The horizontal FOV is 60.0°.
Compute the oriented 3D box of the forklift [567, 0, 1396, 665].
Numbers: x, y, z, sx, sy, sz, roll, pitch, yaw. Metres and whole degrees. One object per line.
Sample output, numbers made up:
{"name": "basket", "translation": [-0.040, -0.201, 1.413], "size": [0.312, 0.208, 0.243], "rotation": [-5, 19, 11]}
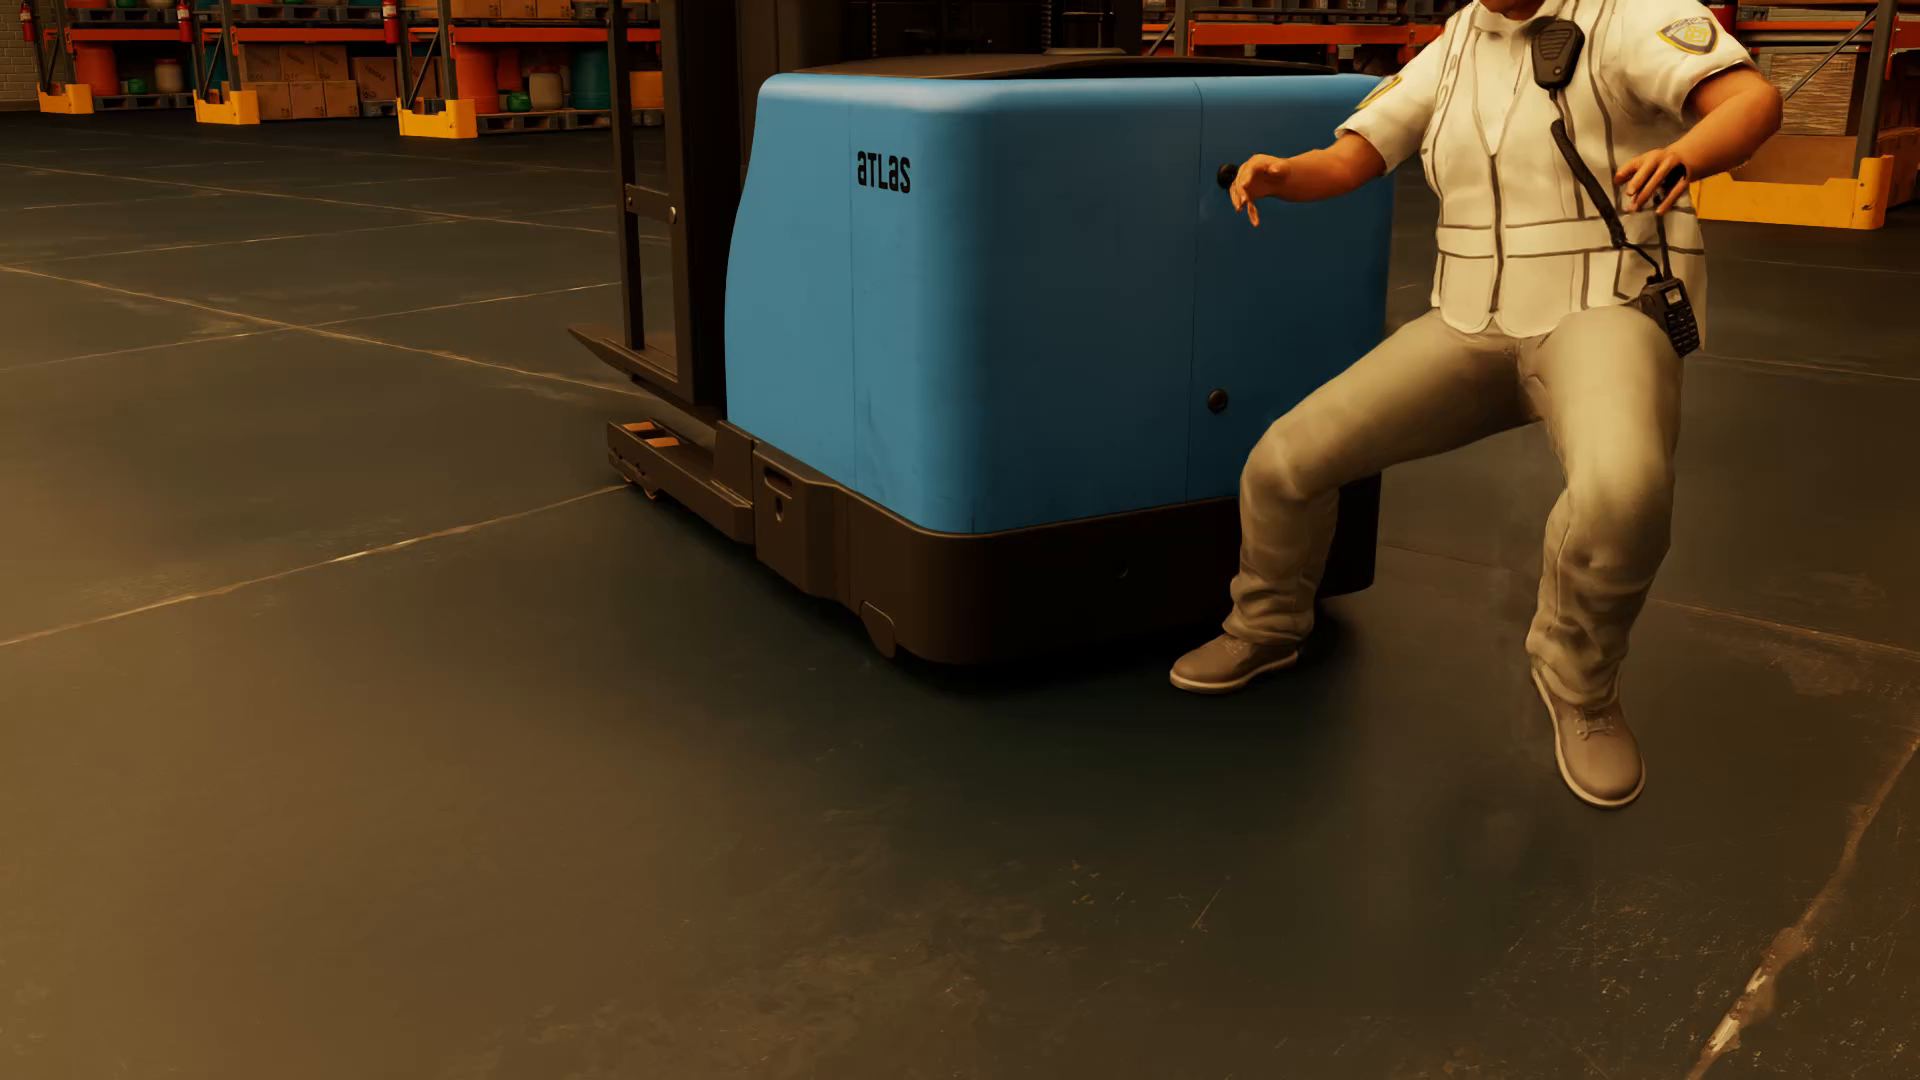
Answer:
{"name": "forklift", "translation": [-0.288, -1.559, 4.031], "size": [1.130, 2.935, 3.031], "rotation": [-9, 19, -27]}

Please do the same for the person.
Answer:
{"name": "person", "translation": [0.797, -0.355, 2.621], "size": [0.747, 1.444, 0.918], "rotation": [-12, 20, -34]}
